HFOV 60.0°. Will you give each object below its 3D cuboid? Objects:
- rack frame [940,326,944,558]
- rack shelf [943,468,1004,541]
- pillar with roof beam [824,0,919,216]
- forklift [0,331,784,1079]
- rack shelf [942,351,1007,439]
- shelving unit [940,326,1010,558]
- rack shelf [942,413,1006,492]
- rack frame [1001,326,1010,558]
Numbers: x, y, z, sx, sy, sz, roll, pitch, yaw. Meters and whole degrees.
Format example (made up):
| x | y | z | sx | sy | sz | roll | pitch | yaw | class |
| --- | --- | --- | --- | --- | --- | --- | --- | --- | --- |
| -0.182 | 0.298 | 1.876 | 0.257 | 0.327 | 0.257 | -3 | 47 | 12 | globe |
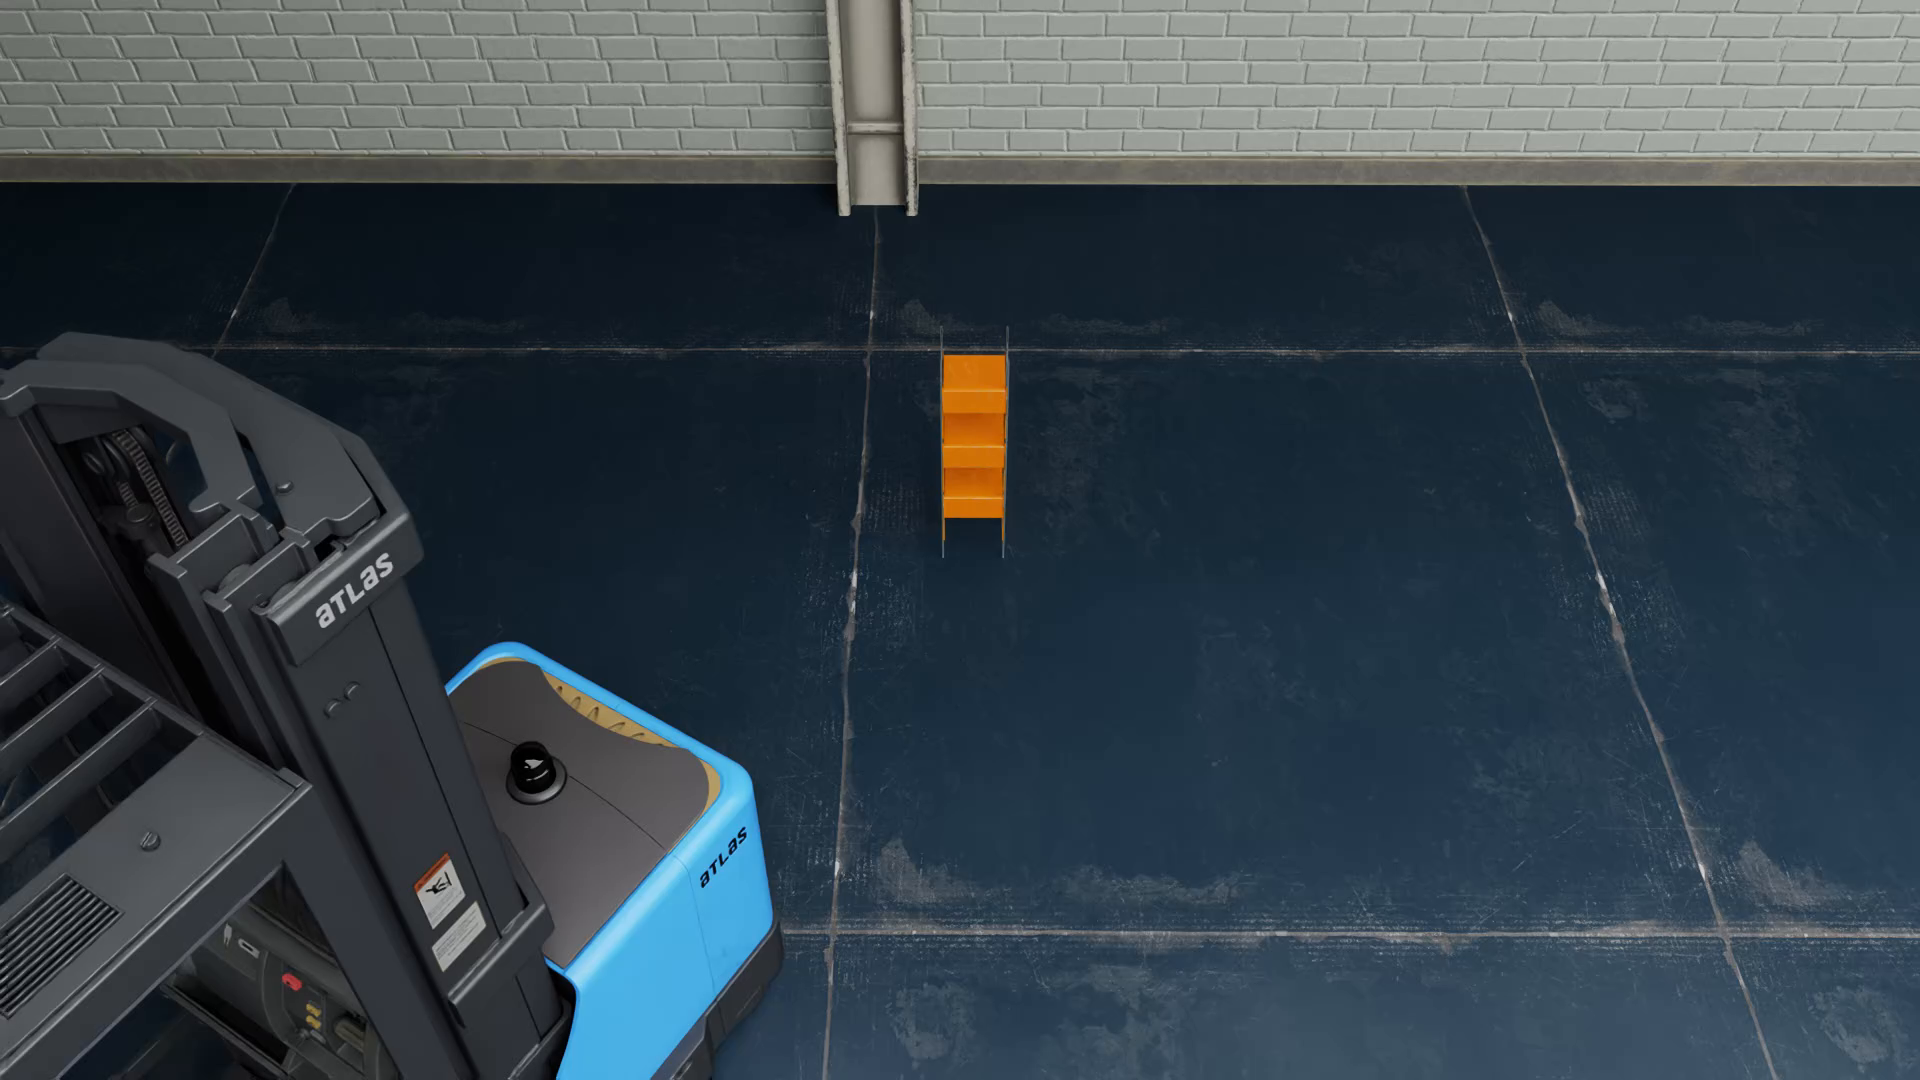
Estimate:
| x | y | z | sx | sy | sz | roll | pitch | yaw | class |
| --- | --- | --- | --- | --- | --- | --- | --- | --- | --- |
| -0.068 | -0.358 | 6.447 | 0.008 | 1.050 | 0.200 | 0 | 47 | 0 | rack frame |
| 0.054 | -0.161 | 6.658 | 0.240 | 0.259 | 0.215 | 0 | 47 | 0 | rack shelf |
| -0.428 | -1.656 | 2.225 | 0.400 | 9.000 | 9.100 | 0 | 47 | 0 | pillar with roof beam |
| -1.795 | 1.120 | 3.786 | 1.130 | 2.935 | 3.031 | 25 | 52 | 22 | forklift |
| 0.054 | -0.544 | 6.246 | 0.240 | 0.259 | 0.215 | 0 | 47 | 0 | rack shelf |
| 0.054 | -0.358 | 6.446 | 0.252 | 1.050 | 0.215 | 0 | 47 | 0 | shelving unit |
| 0.054 | -0.350 | 6.454 | 0.240 | 0.259 | 0.215 | 0 | 47 | 0 | rack shelf |
| 0.176 | -0.357 | 6.446 | 0.008 | 1.050 | 0.200 | 0 | 47 | 0 | rack frame |
